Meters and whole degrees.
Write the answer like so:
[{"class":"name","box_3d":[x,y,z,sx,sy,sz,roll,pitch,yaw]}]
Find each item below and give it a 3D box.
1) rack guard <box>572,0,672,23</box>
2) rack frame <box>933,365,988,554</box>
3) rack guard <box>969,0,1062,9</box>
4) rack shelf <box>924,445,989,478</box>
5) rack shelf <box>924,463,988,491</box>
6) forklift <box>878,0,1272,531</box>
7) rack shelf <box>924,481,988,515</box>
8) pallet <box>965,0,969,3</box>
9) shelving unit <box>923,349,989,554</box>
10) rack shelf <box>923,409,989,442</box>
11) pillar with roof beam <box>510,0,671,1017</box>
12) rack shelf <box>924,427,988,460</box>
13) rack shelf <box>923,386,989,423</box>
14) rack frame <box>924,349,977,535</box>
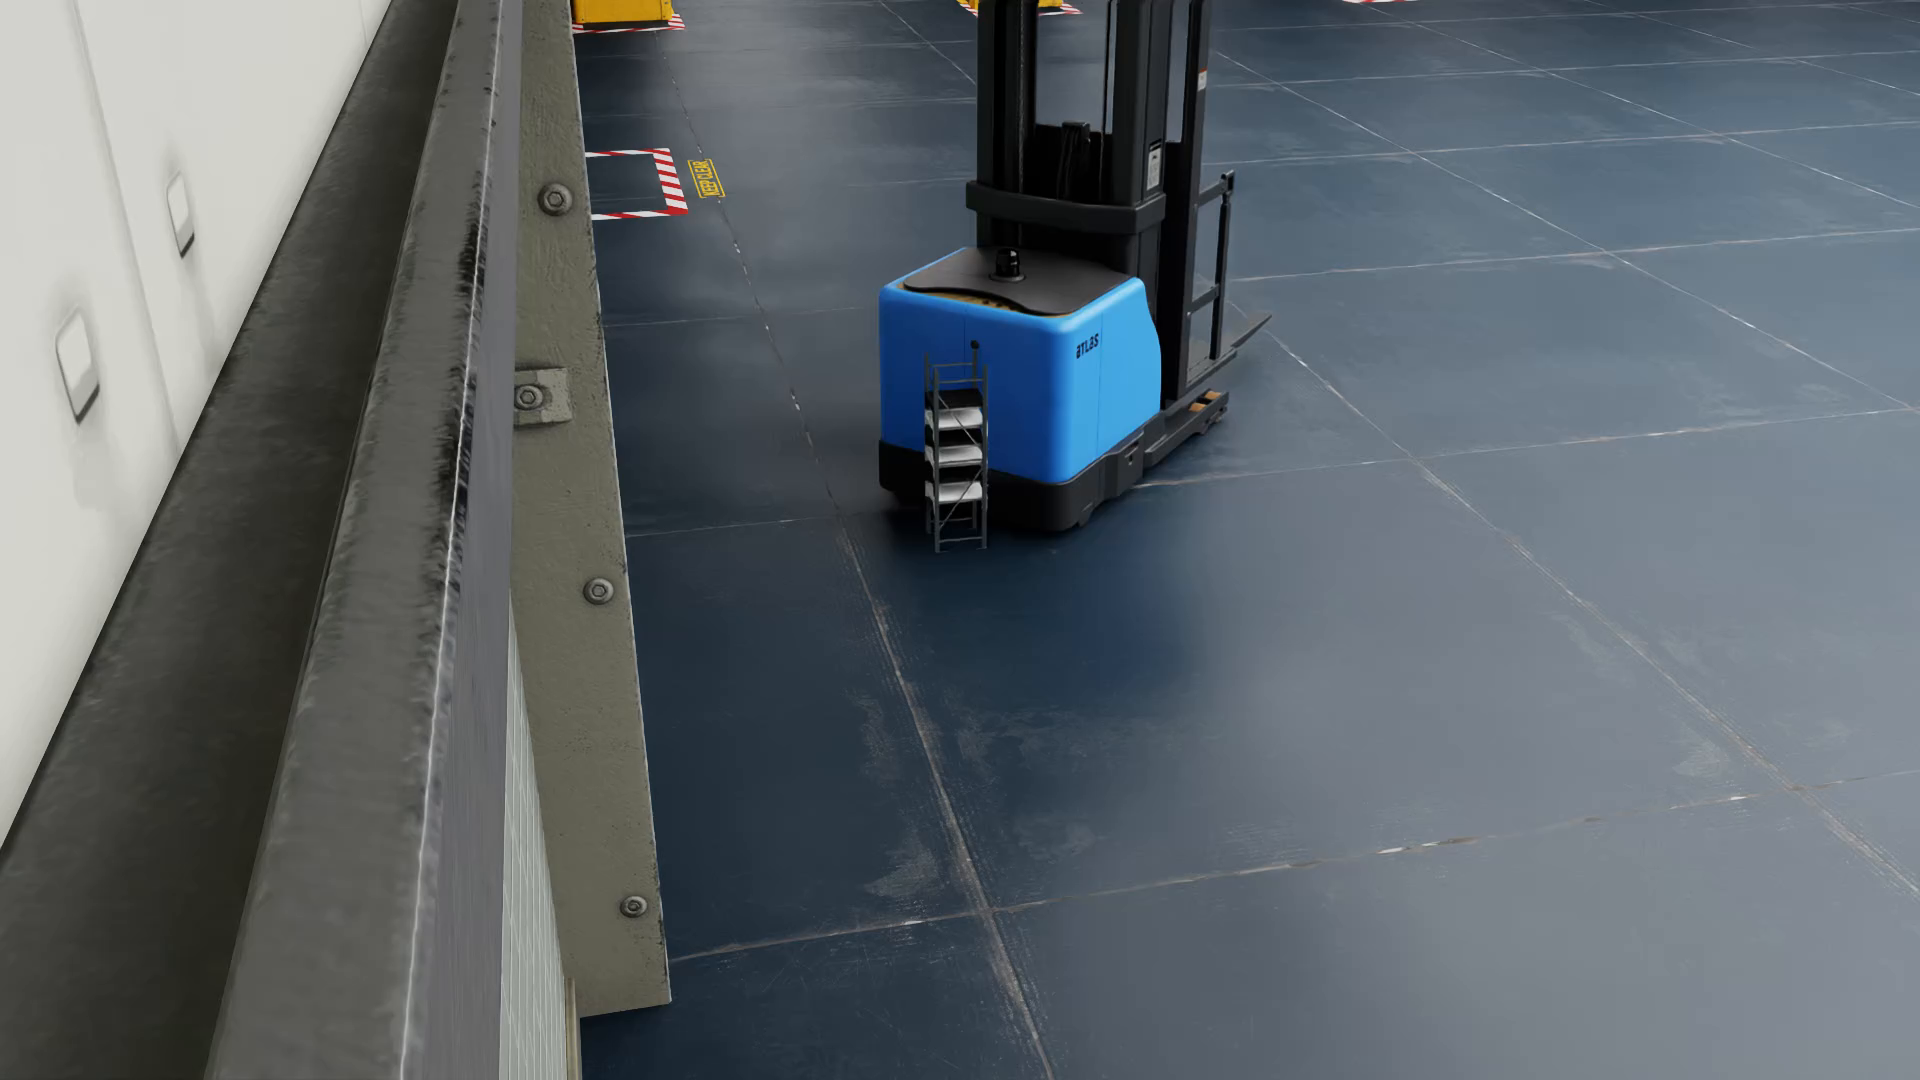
[{"class":"rack guard","box_3d":[-4.135,-6.620,20.311,1.175,0.500,0.348,-6,27,-12]},{"class":"rack frame","box_3d":[0.002,-0.350,7.445,0.240,0.900,0.006,-6,27,-11]},{"class":"rack guard","box_3d":[0.713,-7.081,21.224,1.175,0.500,0.348,-6,27,-12]},{"class":"rack shelf","box_3d":[-0.019,-0.365,7.548,0.258,0.077,0.200,-6,27,-11]},{"class":"rack shelf","box_3d":[-0.019,-0.285,7.589,0.258,0.077,0.200,-6,27,-11]},{"class":"forklift","box_3d":[0.800,-1.971,8.401,1.130,2.935,3.031,15,31,28]},{"class":"rack shelf","box_3d":[-0.019,-0.204,7.630,0.258,0.077,0.200,-6,27,-11]},{"class":"pallet","box_3d":[0.495,-7.294,21.966,1.003,0.211,1.213,-6,27,-12]},{"class":"shelving unit","box_3d":[-0.019,-0.395,7.533,0.258,0.900,0.210,-6,27,-11]},{"class":"rack shelf","box_3d":[-0.019,-0.526,7.467,0.258,0.077,0.200,-6,27,-11]},{"class":"pillar with roof beam","box_3d":[3.132,-3.135,3.975,9.100,9.000,0.400,-6,27,-12]},{"class":"rack shelf","box_3d":[-0.019,-0.445,7.508,0.258,0.077,0.200,-6,27,-11]},{"class":"rack shelf","box_3d":[-0.019,-0.606,7.427,0.258,0.077,0.200,-6,27,-11]},{"class":"rack frame","box_3d":[-0.040,-0.440,7.622,0.240,0.900,0.006,-6,27,-11]}]
